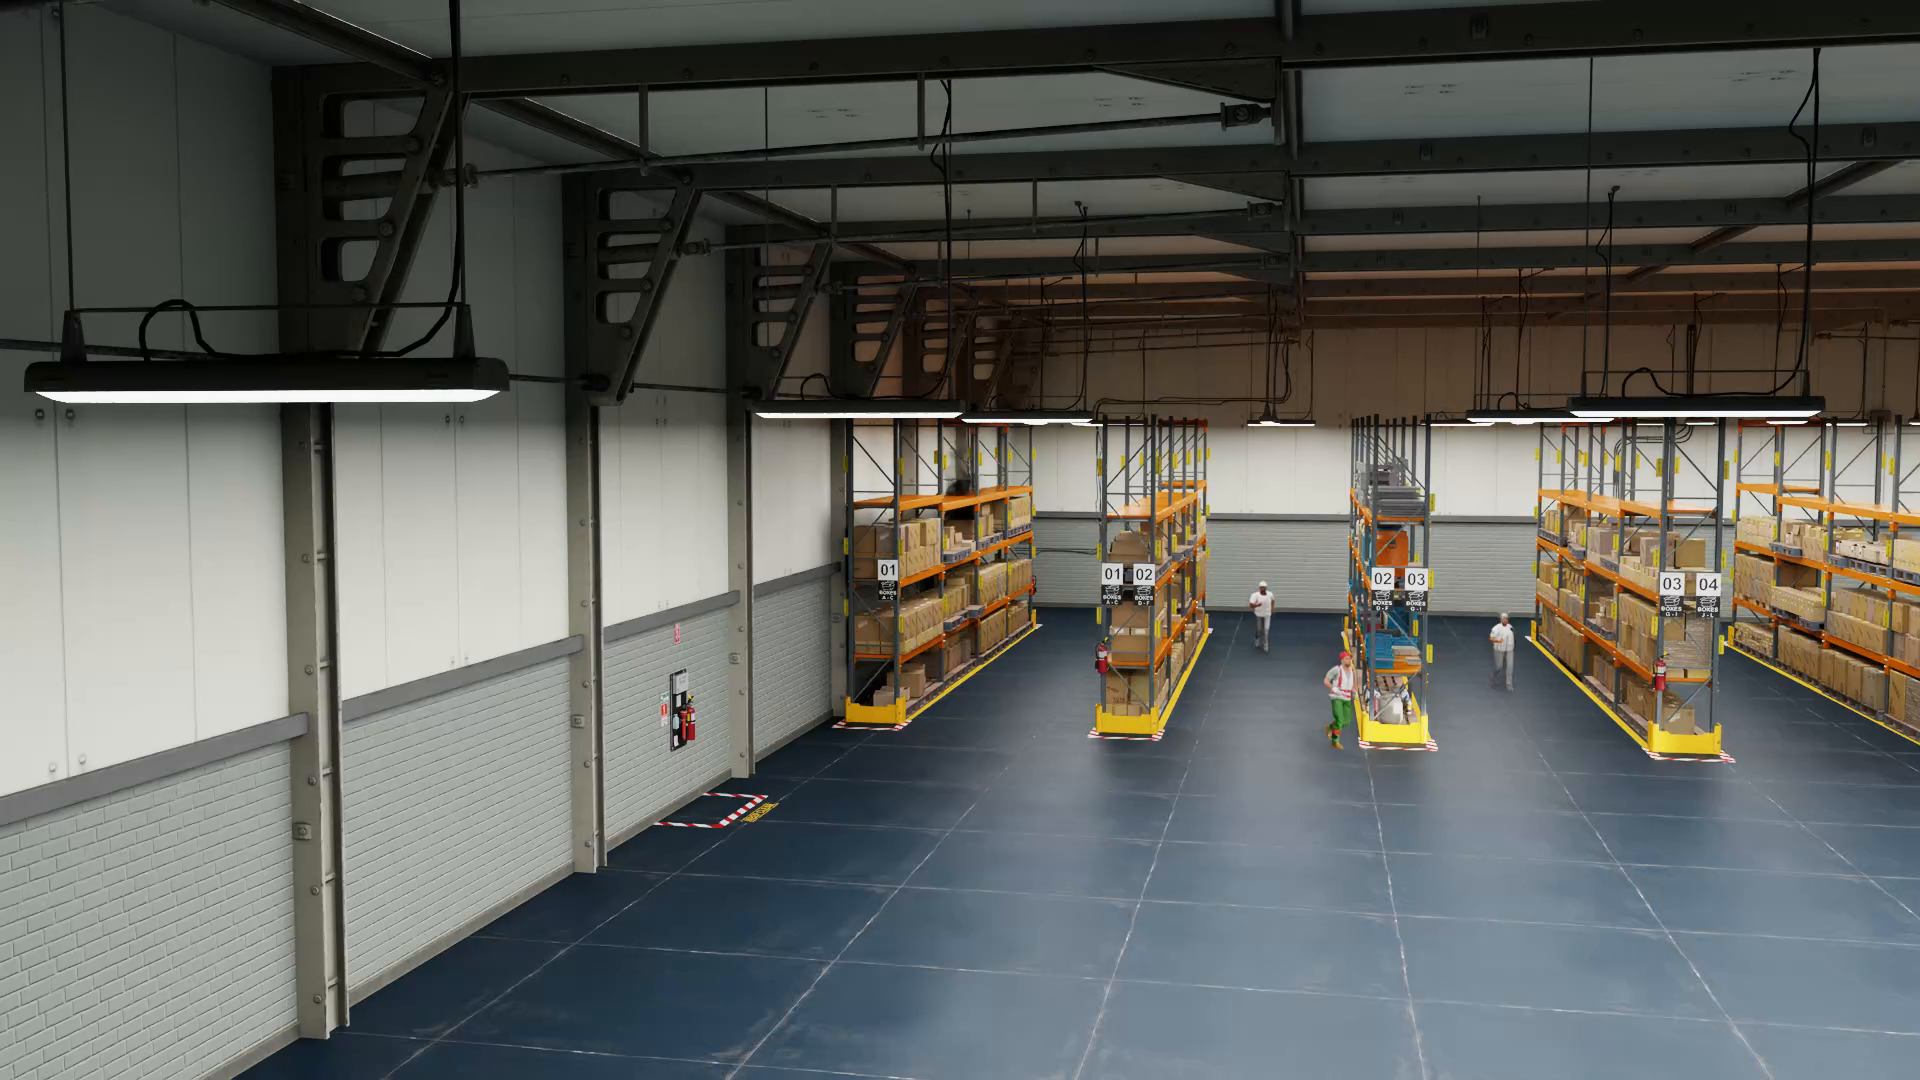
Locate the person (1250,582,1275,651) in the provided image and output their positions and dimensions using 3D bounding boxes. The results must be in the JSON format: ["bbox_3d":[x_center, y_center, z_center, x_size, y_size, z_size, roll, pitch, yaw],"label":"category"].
[{"bbox_3d":[7.810,1.946,42.967,0.695,1.762,0.979,0,4,-1],"label":"person"}]

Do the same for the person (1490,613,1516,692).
[{"bbox_3d":[11.960,2.442,36.598,0.606,1.666,0.924,0,4,-1],"label":"person"}]

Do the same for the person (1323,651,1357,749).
[{"bbox_3d":[6.883,2.867,30.044,0.692,1.731,0.656,-1,4,-20],"label":"person"}]

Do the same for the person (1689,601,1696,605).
[{"bbox_3d":[18.970,2.002,43.255,0.719,1.714,0.558,1,4,17],"label":"person"}]
